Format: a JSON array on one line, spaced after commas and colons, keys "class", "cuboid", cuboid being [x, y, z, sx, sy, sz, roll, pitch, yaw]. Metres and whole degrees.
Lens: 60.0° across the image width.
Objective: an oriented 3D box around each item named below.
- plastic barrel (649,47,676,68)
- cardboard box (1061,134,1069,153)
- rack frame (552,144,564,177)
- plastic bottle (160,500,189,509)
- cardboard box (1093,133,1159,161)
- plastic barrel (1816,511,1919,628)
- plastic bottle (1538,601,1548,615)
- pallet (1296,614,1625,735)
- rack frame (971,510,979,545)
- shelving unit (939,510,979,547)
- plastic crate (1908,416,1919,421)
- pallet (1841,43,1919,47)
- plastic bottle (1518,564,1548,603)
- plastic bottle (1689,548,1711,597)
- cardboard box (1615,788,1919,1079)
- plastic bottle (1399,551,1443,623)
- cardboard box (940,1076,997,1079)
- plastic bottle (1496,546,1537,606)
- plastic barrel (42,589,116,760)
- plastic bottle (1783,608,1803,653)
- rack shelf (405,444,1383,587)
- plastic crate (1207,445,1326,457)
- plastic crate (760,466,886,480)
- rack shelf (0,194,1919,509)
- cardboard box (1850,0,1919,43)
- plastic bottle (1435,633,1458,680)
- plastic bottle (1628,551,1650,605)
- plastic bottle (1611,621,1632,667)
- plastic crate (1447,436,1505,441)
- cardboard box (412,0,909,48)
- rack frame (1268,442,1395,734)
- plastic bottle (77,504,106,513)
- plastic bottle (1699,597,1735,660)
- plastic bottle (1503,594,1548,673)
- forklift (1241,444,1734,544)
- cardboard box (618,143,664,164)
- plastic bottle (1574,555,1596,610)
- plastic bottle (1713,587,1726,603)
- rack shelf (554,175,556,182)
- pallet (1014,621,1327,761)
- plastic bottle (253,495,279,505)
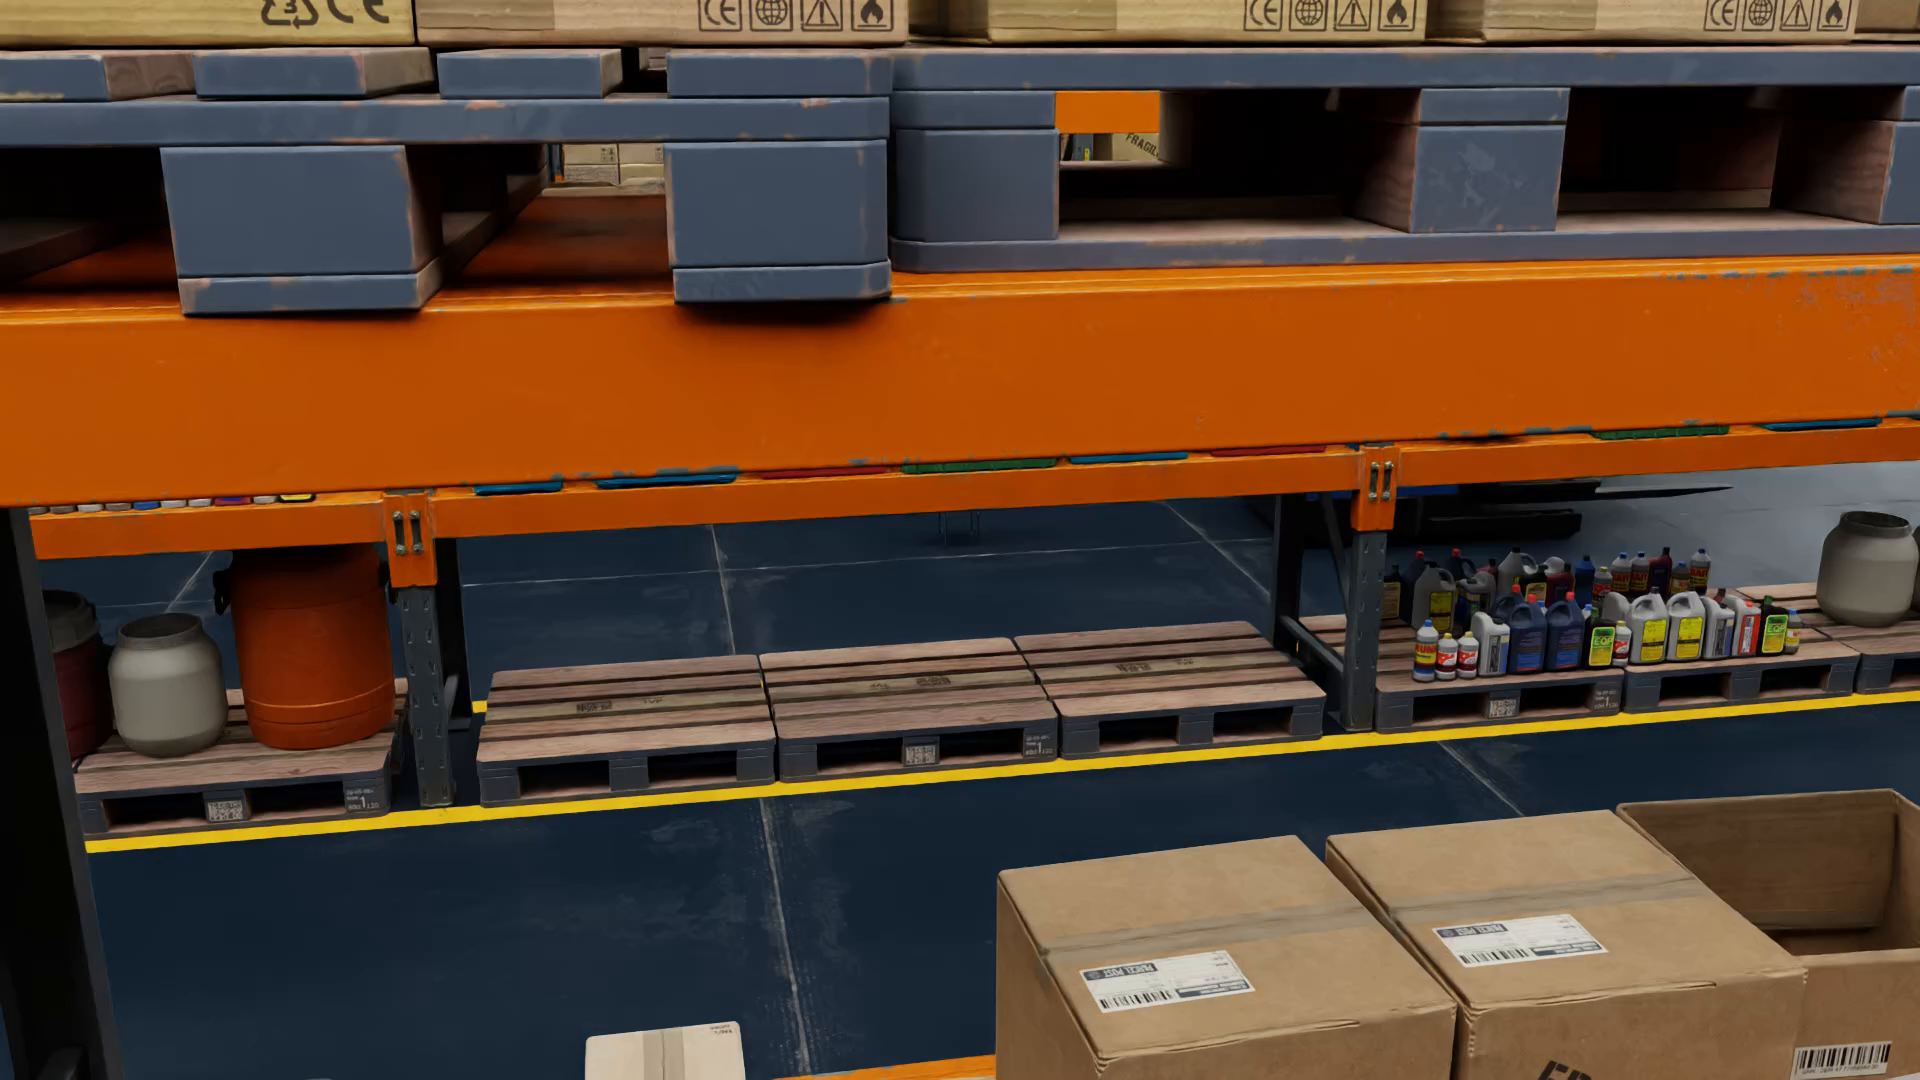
[{"class": "plastic barrel", "cuboid": [-1.375, -2.144, 6.219, 0.600, 0.901, 0.600, 0, 17, 0]}, {"class": "cardboard box", "cuboid": [0.810, -4.236, 16.899, 0.550, 0.550, 0.875, -3, 17, -10]}, {"class": "rack frame", "cuboid": [-5.042, -4.771, 20.738, 0.127, 3.000, 1.000, -3, 17, -10]}, {"class": "plastic bottle", "cuboid": [-2.978, -0.227, 6.280, 0.097, 0.201, 0.097, 0, 17, 0]}, {"class": "cardboard box", "cuboid": [1.255, -2.757, 11.800, 0.500, 0.500, 0.500, -3, 17, -10]}, {"class": "plastic barrel", "cuboid": [4.508, 0.143, 8.260, 0.421, 0.512, 0.421, 0, 17, 0]}, {"class": "plastic bottle", "cuboid": [2.696, 0.416, 7.746, 0.097, 0.271, 0.097, 0, 17, 0]}, {"class": "pallet", "cuboid": [2.372, 0.598, 8.005, 1.213, 0.211, 1.003, -3, 17, -10]}, {"class": "rack frame", "cuboid": [0.092, -0.435, 10.197, 0.006, 0.900, 0.240, -3, 17, -10]}, {"class": "shelving unit", "cuboid": [-0.008, -0.430, 10.178, 0.210, 0.900, 0.258, -3, 17, -10]}, {"class": "plastic crate", "cuboid": [4.559, -0.713, 7.777, 0.408, 0.251, 0.499, -3, 17, -10]}, {"class": "pallet", "cuboid": [1.777, -0.571, 2.279, 1.217, 0.209, 0.805, -4, 18, -13]}, {"class": "plastic bottle", "cuboid": [2.833, 0.259, 8.237, 0.133, 0.283, 0.061, -3, 17, -10]}, {"class": "plastic bottle", "cuboid": [3.793, 0.173, 8.538, 0.097, 0.271, 0.097, 0, 17, 0]}, {"class": "cardboard box", "cuboid": [1.367, 0.738, 2.629, 0.500, 0.500, 0.500, -2, 17, -6]}, {"class": "plastic bottle", "cuboid": [2.283, 0.227, 8.225, 0.185, 0.351, 0.144, -4, 17, -12]}, {"class": "cardboard box", "cuboid": [-0.045, 0.974, 2.459, 0.250, 0.149, 0.380, -2, 17, -6]}, {"class": "plastic bottle", "cuboid": [2.788, 0.199, 8.318, 0.185, 0.351, 0.144, -3, 17, -11]}, {"class": "plastic barrel", "cuboid": [-3.808, 0.560, 6.771, 0.708, 0.588, 0.600, -3, 17, -10]}, {"class": "plastic bottle", "cuboid": [3.912, 0.424, 7.841, 0.097, 0.201, 0.097, 0, 17, 0]}, {"class": "rack shelf", "cuboid": [-0.259, -0.254, 7.256, 4.000, 0.370, 1.077, -3, 17, -10]}, {"class": "plastic crate", "cuboid": [1.288, -0.625, 7.129, 0.583, 0.464, 0.402, -3, 17, -10]}, {"class": "plastic crate", "cuboid": [-0.578, -0.519, 6.784, 0.583, 0.464, 0.402, -3, 17, -10]}, {"class": "rack shelf", "cuboid": [0.677, -0.354, 2.137, 3.809, 0.124, 0.919, -3, 17, -10]}, {"class": "cardboard box", "cuboid": [1.495, -0.781, 2.179, 0.500, 0.250, 0.500, -5, 18, -16]}, {"class": "plastic bottle", "cuboid": [2.201, 0.521, 7.524, 0.097, 0.201, 0.097, 0, 17, 0]}, {"class": "plastic bottle", "cuboid": [3.457, 0.192, 8.476, 0.097, 0.271, 0.097, 0, 17, 0]}, {"class": "plastic bottle", "cuboid": [3.044, 0.473, 7.680, 0.097, 0.201, 0.097, 0, 17, 0]}, {"class": "plastic crate", "cuboid": [2.243, -0.672, 7.498, 0.504, 0.338, 0.767, -3, 17, -10]}, {"class": "cardboard box", "cuboid": [-0.340, -0.698, 1.905, 0.500, 0.250, 0.500, -3, 17, -9]}, {"class": "rack frame", "cuboid": [1.705, -0.710, 7.513, 0.127, 3.000, 1.000, -3, 17, -10]}, {"class": "plastic bottle", "cuboid": [-3.264, -0.244, 6.217, 0.097, 0.271, 0.097, 0, 17, 0]}, {"class": "plastic bottle", "cuboid": [3.523, 0.402, 7.784, 0.135, 0.276, 0.152, -4, 17, -12]}, {"class": "plastic bottle", "cuboid": [2.576, 0.421, 7.595, 0.185, 0.351, 0.144, -3, 17, -9]}, {"class": "forklift", "cuboid": [3.420, -1.558, 10.393, 3.031, 2.935, 1.130, -3, 17, -8]}, {"class": "cardboard box", "cuboid": [-3.065, -3.927, 16.114, 0.500, 0.500, 0.700, -3, 17, -11]}, {"class": "plastic bottle", "cuboid": [3.159, 0.209, 8.421, 0.097, 0.271, 0.097, 0, 17, 0]}, {"class": "plastic bottle", "cuboid": [3.639, 0.360, 7.908, 0.133, 0.283, 0.061, -3, 17, -10]}, {"class": "rack shelf", "cuboid": [-7.006, -4.316, 20.481, 4.000, 0.370, 1.077, -3, 17, -10]}, {"class": "pallet", "cuboid": [0.941, 0.678, 7.744, 1.213, 0.211, 1.003, -3, 17, -10]}, {"class": "plastic bottle", "cuboid": [-2.655, -0.245, 6.340, 0.097, 0.201, 0.097, 0, 17, 0]}]
